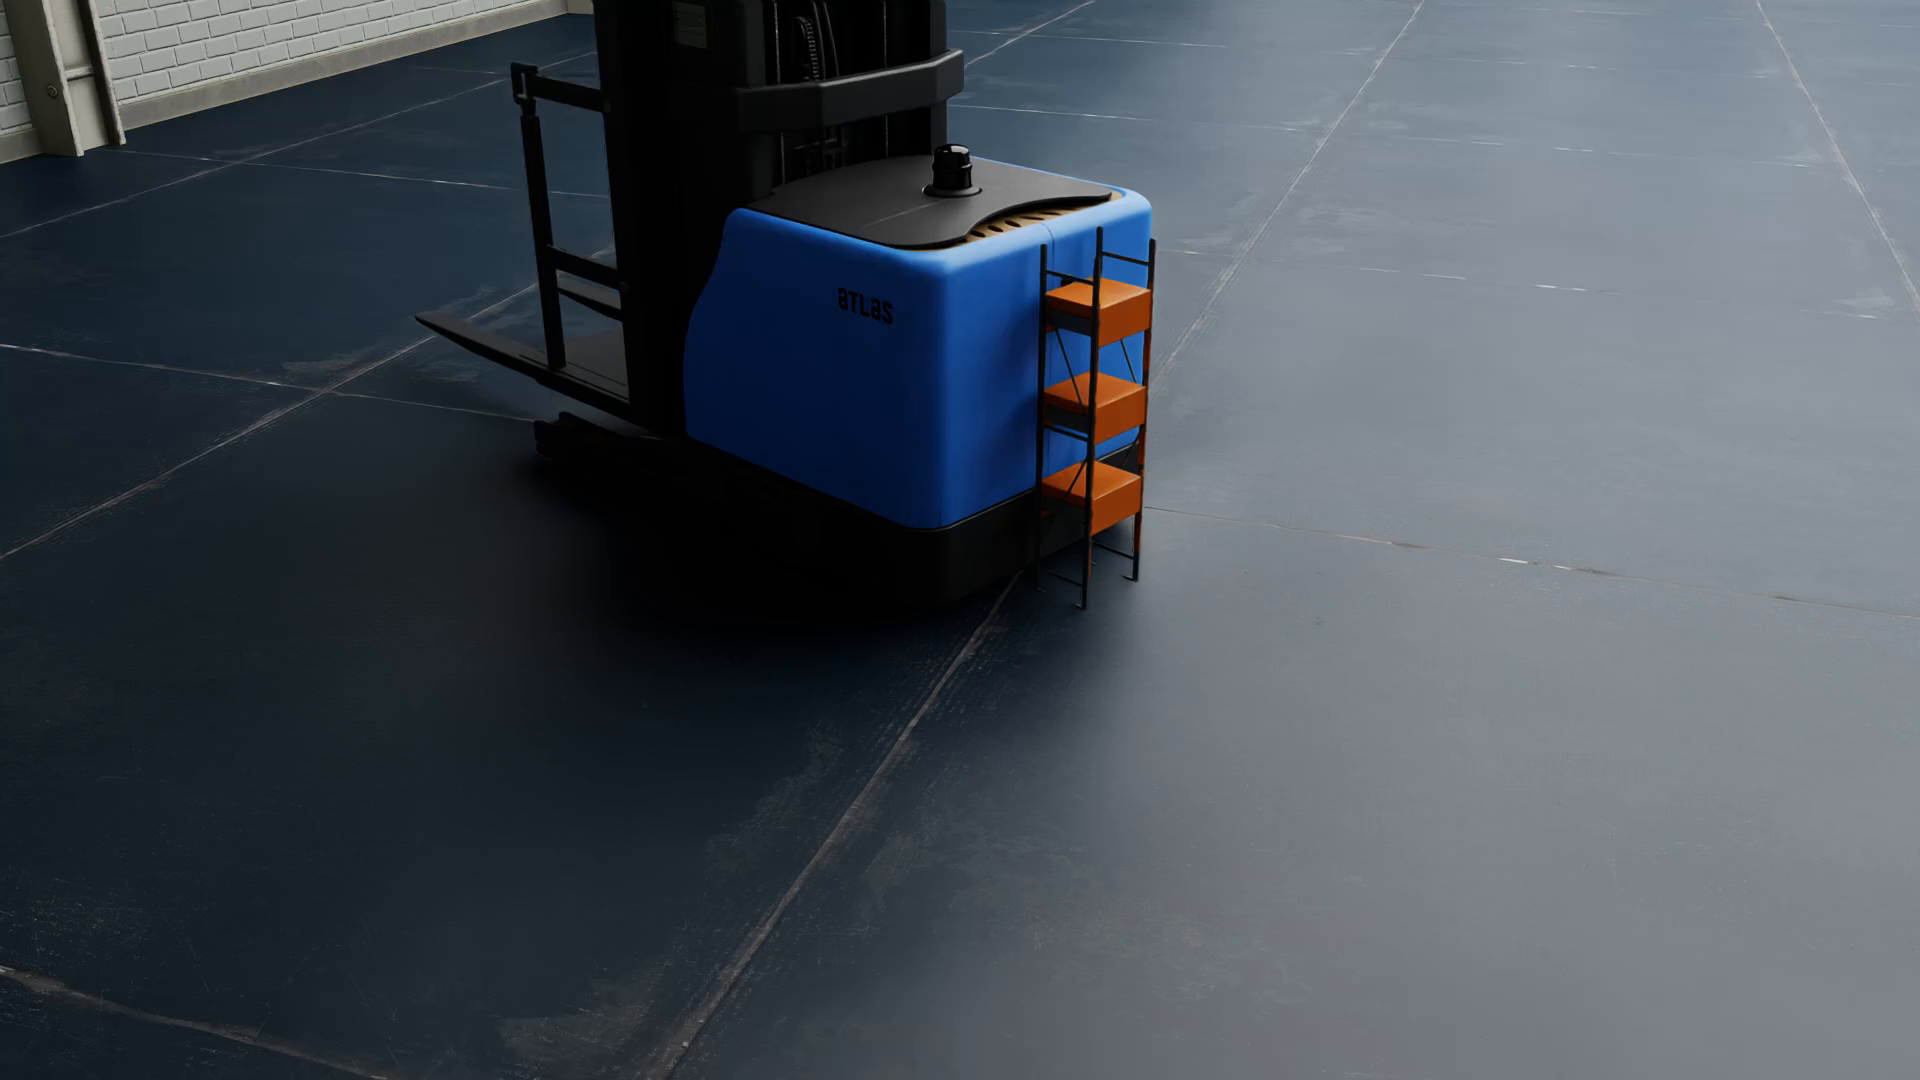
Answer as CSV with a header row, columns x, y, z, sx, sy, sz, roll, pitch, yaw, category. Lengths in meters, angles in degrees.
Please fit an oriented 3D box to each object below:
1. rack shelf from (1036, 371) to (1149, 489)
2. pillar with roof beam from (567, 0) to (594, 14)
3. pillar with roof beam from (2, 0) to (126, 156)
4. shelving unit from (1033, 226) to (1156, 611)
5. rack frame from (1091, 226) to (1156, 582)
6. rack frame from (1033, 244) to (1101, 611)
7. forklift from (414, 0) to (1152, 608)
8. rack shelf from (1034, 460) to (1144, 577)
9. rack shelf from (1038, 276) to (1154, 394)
x,y,z,sx,sy,sz,roll,pitch,yaw,category
0.377,-0.327,4.745,0.215,0.259,0.240,22,33,37,rack shelf
0.655,-8.308,12.083,9.100,9.000,0.400,9,27,17,pillar with roof beam
-1.341,-5.842,6.990,9.100,9.000,0.400,9,27,17,pillar with roof beam
0.377,-0.337,4.741,0.215,1.050,0.252,22,33,37,shelving unit
0.459,-0.376,4.822,0.200,1.050,0.008,22,33,37,rack frame
0.294,-0.298,4.660,0.200,1.050,0.008,22,33,37,rack frame
-0.833,-1.663,5.321,3.031,2.935,1.130,22,34,38,forklift
0.377,-0.077,4.867,0.215,0.259,0.240,22,33,37,rack shelf
0.377,-0.583,4.622,0.215,0.259,0.240,22,33,37,rack shelf
